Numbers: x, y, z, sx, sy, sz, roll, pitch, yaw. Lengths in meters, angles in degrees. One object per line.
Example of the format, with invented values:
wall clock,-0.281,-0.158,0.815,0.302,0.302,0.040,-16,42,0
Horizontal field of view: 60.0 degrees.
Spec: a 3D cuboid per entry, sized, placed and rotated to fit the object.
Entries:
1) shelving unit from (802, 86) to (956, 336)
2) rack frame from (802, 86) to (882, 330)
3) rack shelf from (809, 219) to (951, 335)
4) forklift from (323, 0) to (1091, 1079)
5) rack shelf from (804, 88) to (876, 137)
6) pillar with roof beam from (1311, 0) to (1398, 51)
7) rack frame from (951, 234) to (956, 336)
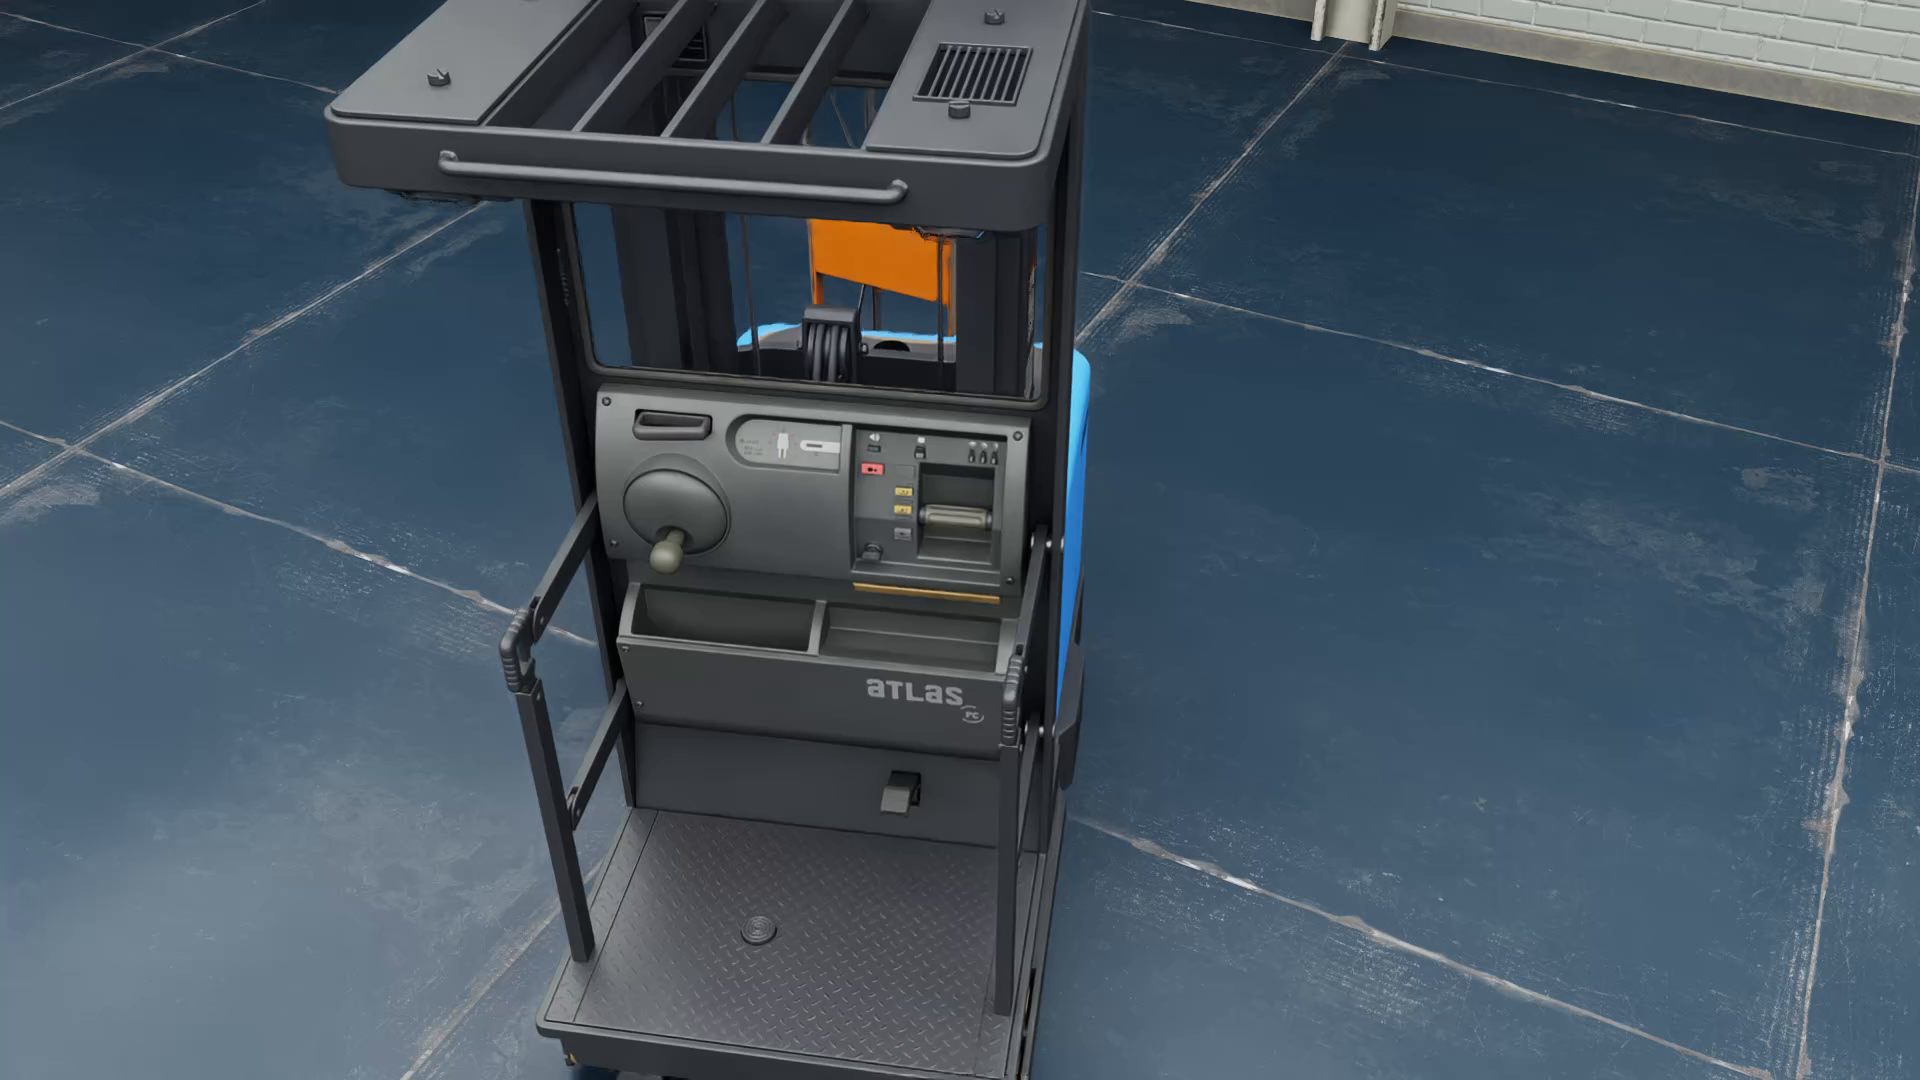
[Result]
shelving unit,-0.147,-0.882,5.176,0.503,2.100,0.431,17,41,21
rack frame,-0.364,-0.950,5.265,0.015,2.100,0.400,17,41,21
rack shelf,-0.147,-0.872,5.184,0.480,0.518,0.431,17,41,21
forklift,-0.350,-0.030,3.365,1.130,2.935,3.031,5,38,7
rack shelf,-0.147,-1.429,4.761,0.480,0.518,0.431,17,41,21
pillar with roof beam,0.275,-4.172,3.803,0.400,9.000,9.100,17,41,21
rack frame,0.070,-0.815,5.086,0.015,2.100,0.400,17,41,21
